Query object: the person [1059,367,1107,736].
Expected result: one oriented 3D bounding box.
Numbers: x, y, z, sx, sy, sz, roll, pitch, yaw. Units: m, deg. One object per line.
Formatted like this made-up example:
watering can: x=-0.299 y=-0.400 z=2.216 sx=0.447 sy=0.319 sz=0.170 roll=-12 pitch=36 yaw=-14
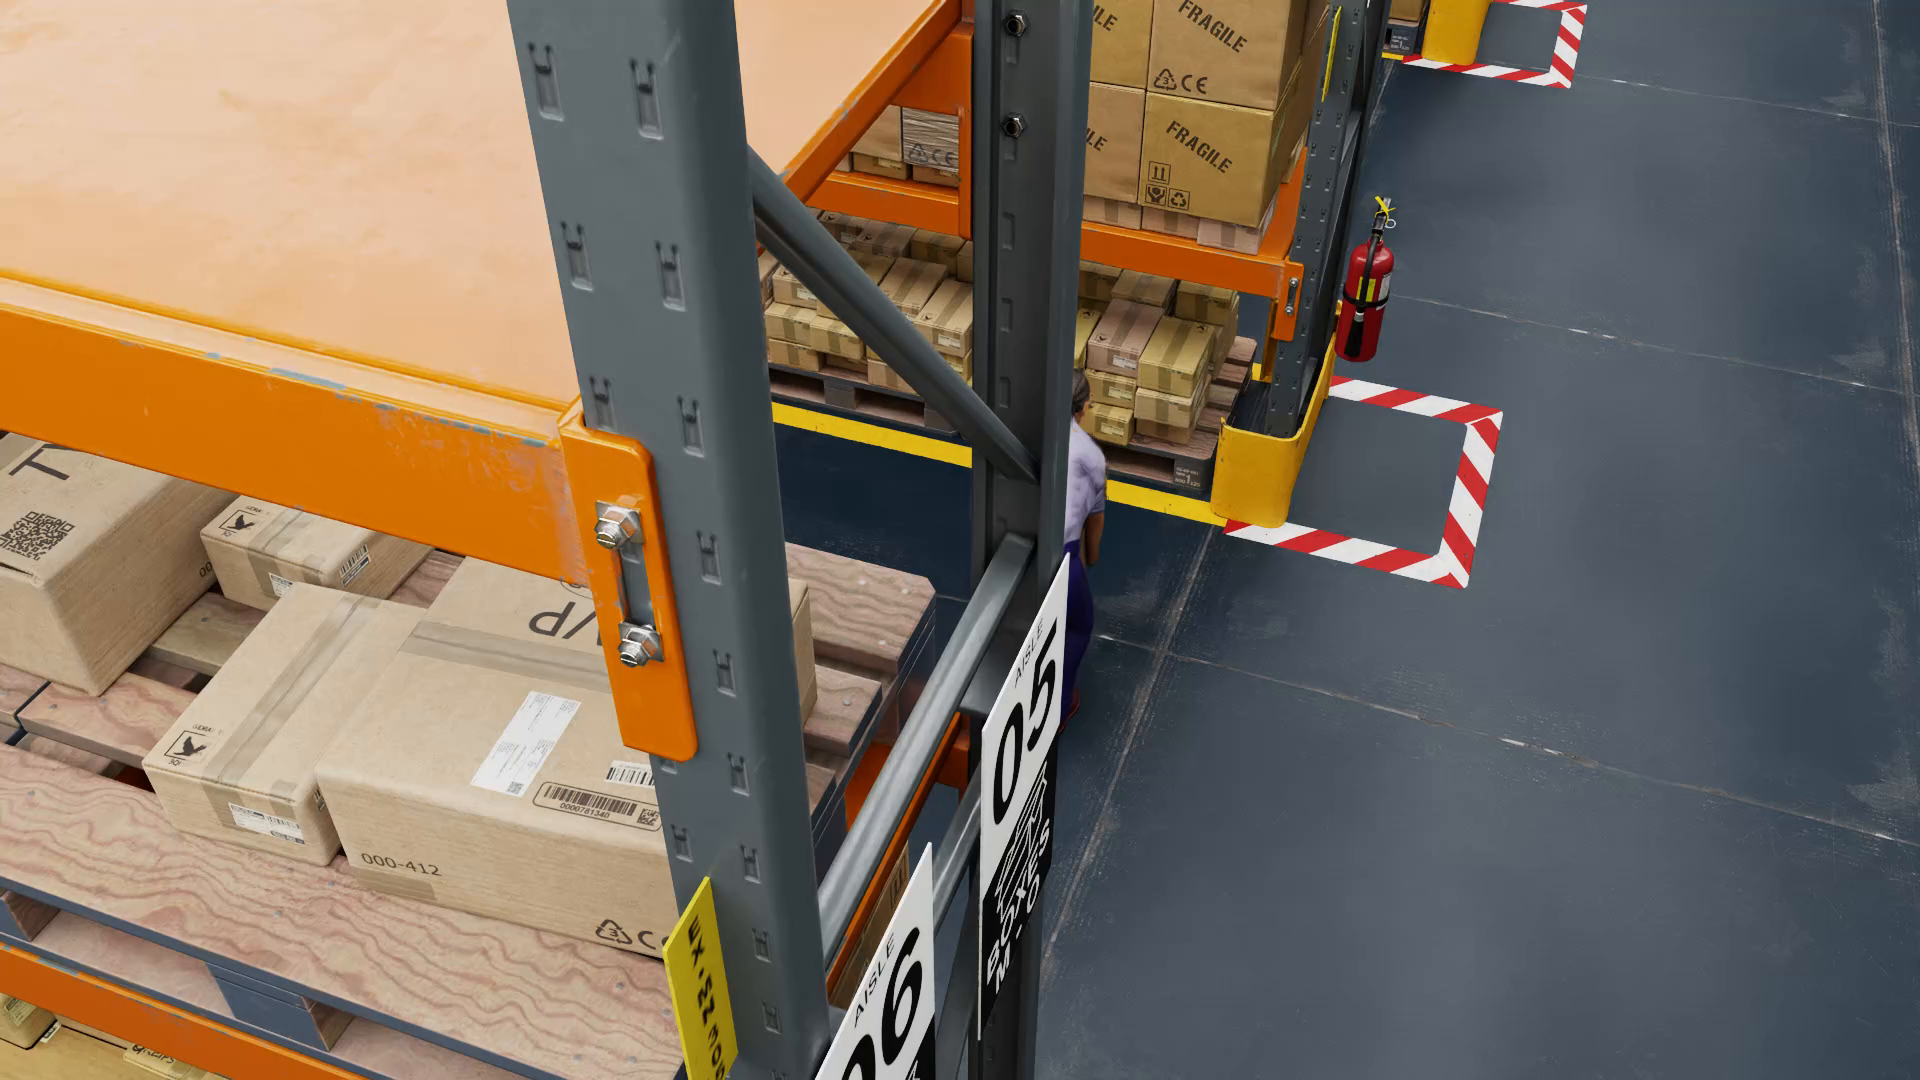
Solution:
person: x=0.318 y=0.070 z=6.347 sx=0.466 sy=1.315 sz=0.815 roll=12 pitch=43 yaw=14
